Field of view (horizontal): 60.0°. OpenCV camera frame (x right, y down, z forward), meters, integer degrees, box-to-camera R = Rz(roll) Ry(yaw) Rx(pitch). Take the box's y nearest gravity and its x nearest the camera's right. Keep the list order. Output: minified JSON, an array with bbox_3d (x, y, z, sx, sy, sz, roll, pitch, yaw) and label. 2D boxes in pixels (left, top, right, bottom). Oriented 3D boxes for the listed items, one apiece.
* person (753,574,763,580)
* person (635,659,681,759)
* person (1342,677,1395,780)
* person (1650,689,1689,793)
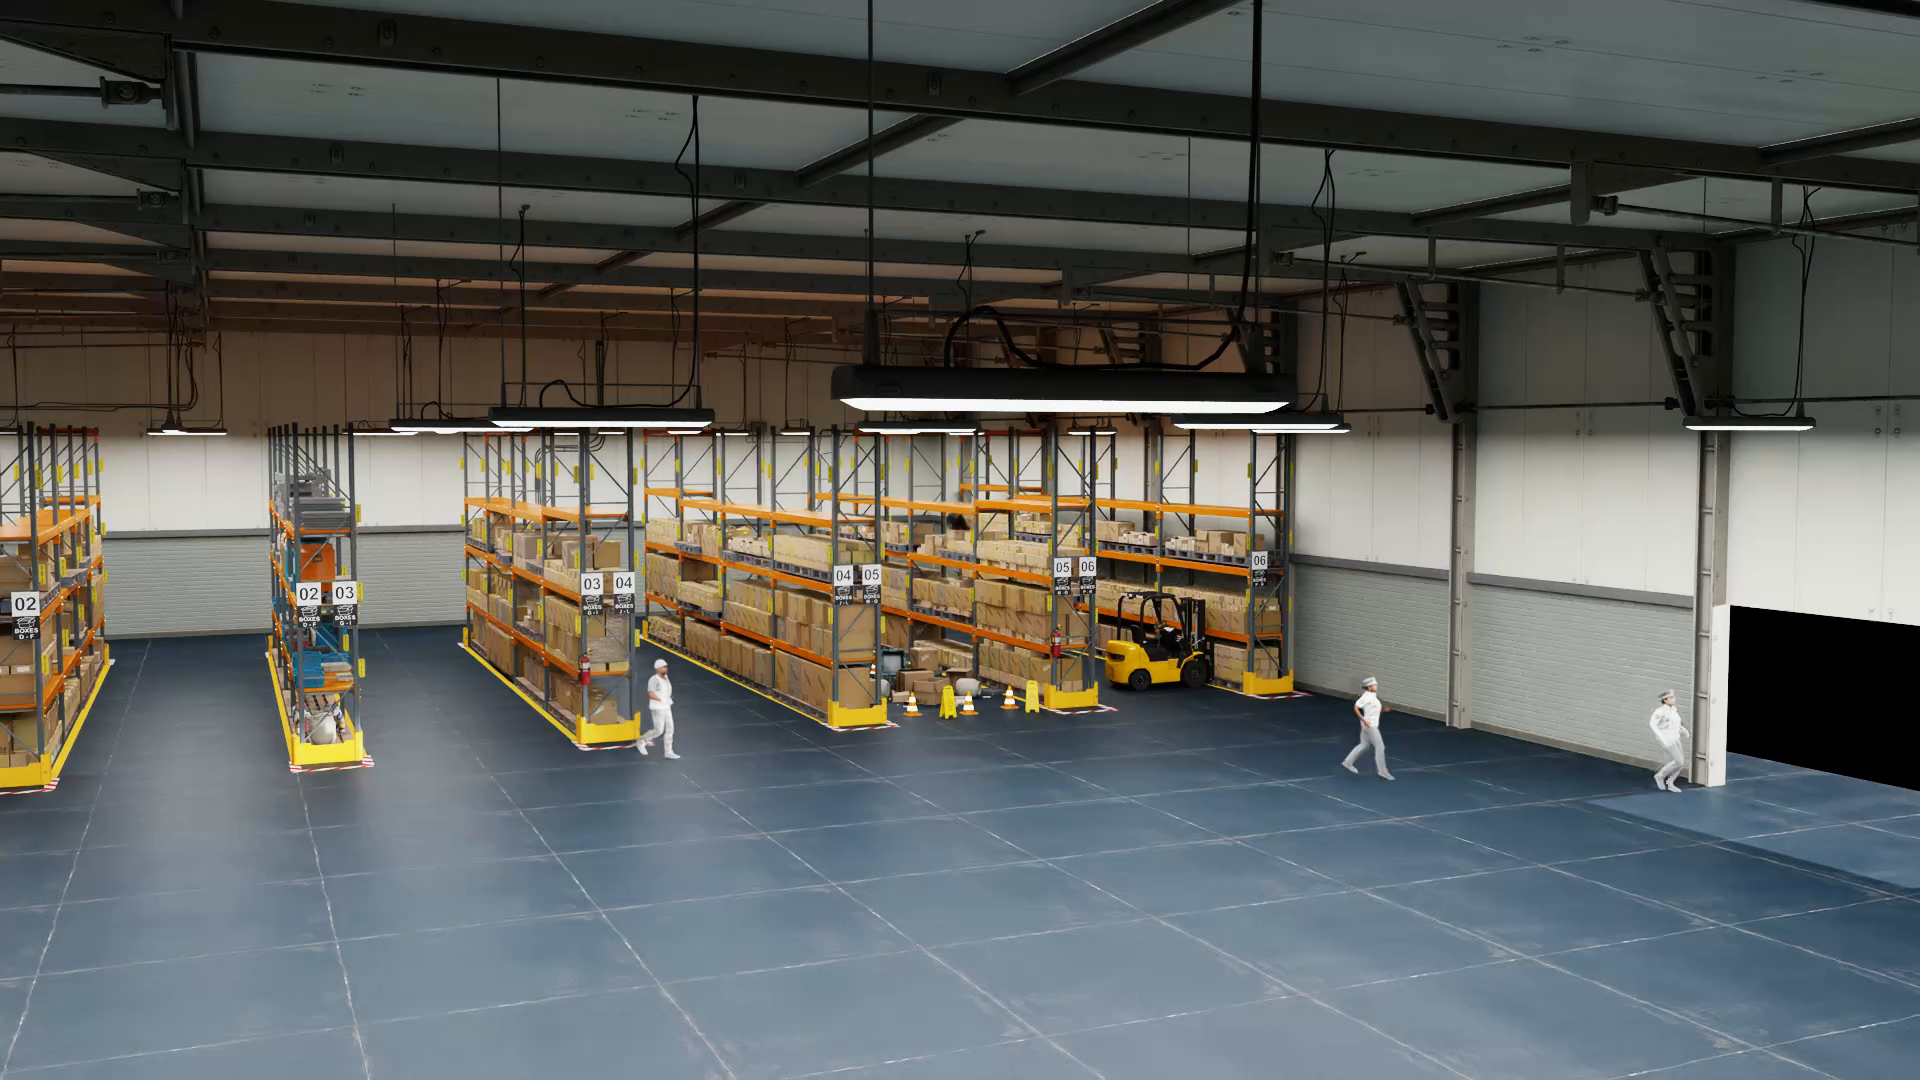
[{"bbox_3d":[-6.166,1.775,50.557,0.690,1.739,0.744,-1,4,-14],"label":"person"},{"bbox_3d":[-5.395,3.020,29.751,0.828,1.785,0.708,1,4,14],"label":"person"},{"bbox_3d":[6.891,3.150,27.966,0.867,1.721,0.562,1,4,17],"label":"person"},{"bbox_3d":[11.545,3.245,26.959,0.601,1.658,0.467,-3,4,-36],"label":"person"}]
